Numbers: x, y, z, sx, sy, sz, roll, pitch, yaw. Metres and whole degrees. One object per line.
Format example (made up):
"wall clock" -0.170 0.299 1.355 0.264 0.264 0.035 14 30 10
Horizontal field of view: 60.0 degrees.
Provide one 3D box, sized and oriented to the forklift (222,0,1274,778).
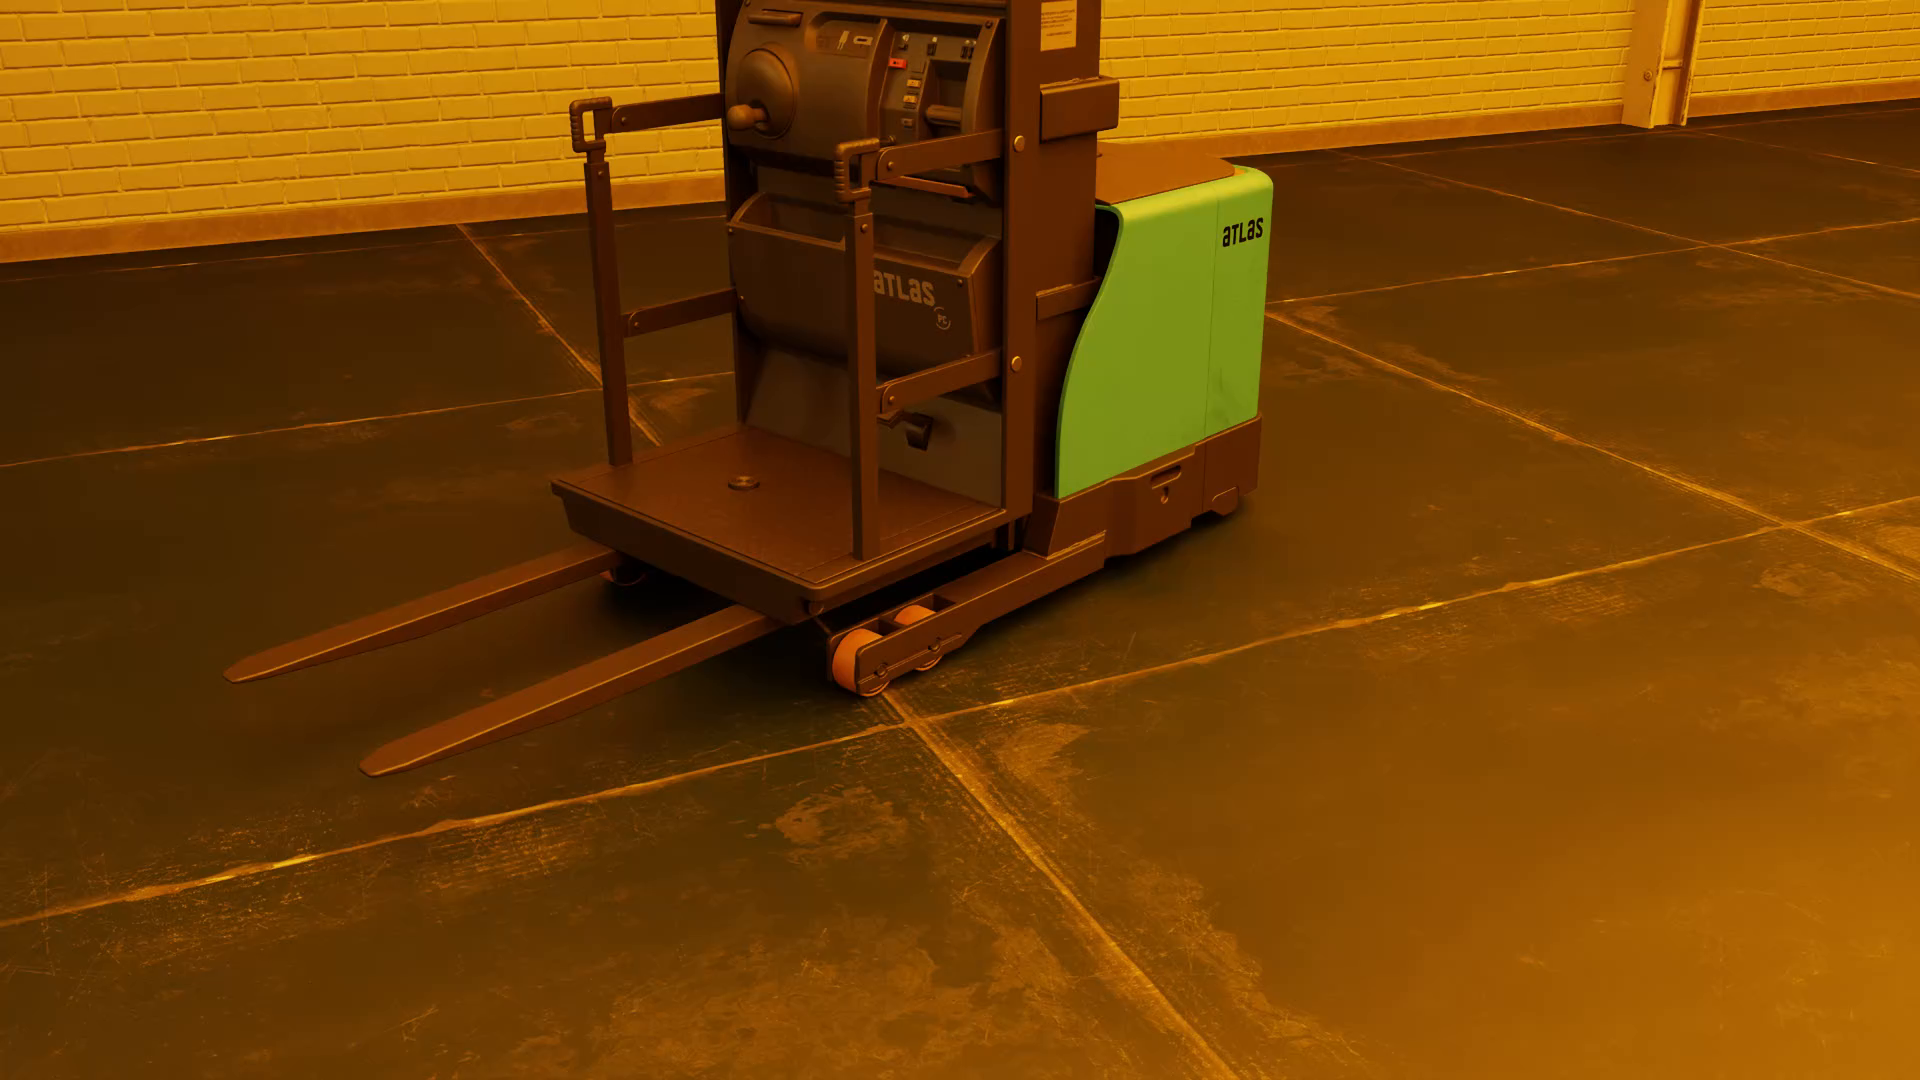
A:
"forklift" -0.413 -1.182 4.131 1.130 2.935 3.031 19 29 39
